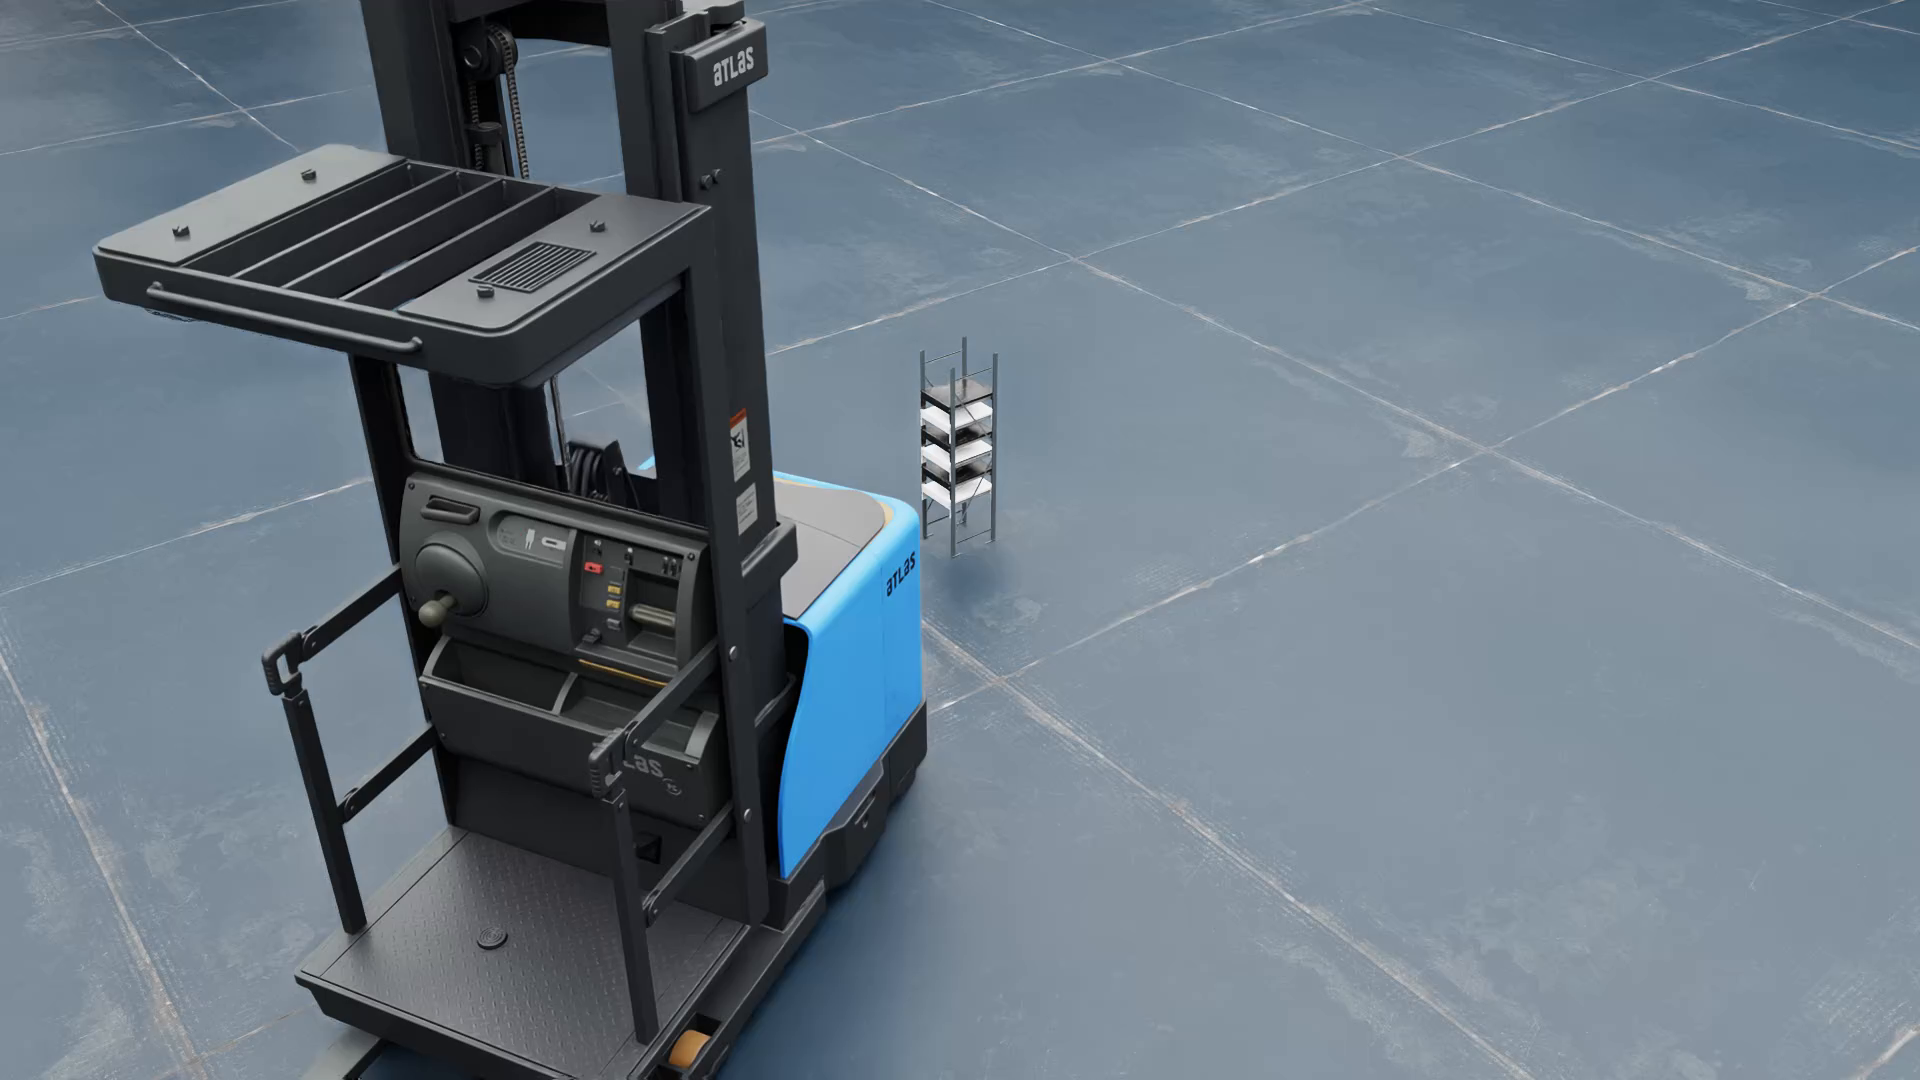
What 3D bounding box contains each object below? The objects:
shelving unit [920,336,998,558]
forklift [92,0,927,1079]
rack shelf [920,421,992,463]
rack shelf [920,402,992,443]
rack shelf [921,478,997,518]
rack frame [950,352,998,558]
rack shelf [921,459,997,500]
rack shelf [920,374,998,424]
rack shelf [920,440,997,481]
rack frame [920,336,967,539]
[{"bbox_3d":[-0.005,-0.386,7.018,0.258,0.900,0.210,-22,38,-31],"label":"shelving unit"},{"bbox_3d":[-1.177,0.152,4.228,1.130,2.935,3.031,13,34,20],"label":"forklift"},{"bbox_3d":[-0.005,-0.434,6.988,0.258,0.077,0.200,-22,38,-31],"label":"rack shelf"},{"bbox_3d":[-0.005,-0.510,6.941,0.258,0.077,0.200,-22,38,-31],"label":"rack shelf"},{"bbox_3d":[-0.005,-0.204,7.131,0.258,0.077,0.200,-22,38,-31],"label":"rack shelf"},{"bbox_3d":[0.057,-0.343,6.950,0.240,0.900,0.006,-22,38,-31],"label":"rack frame"},{"bbox_3d":[-0.005,-0.281,7.083,0.258,0.077,0.200,-22,38,-31],"label":"rack shelf"},{"bbox_3d":[-0.005,-0.587,6.893,0.258,0.077,0.200,-22,38,-31],"label":"rack shelf"},{"bbox_3d":[-0.005,-0.357,7.036,0.258,0.077,0.200,-22,38,-31],"label":"rack shelf"},{"bbox_3d":[-0.067,-0.428,7.086,0.240,0.900,0.006,-22,38,-31],"label":"rack frame"}]
